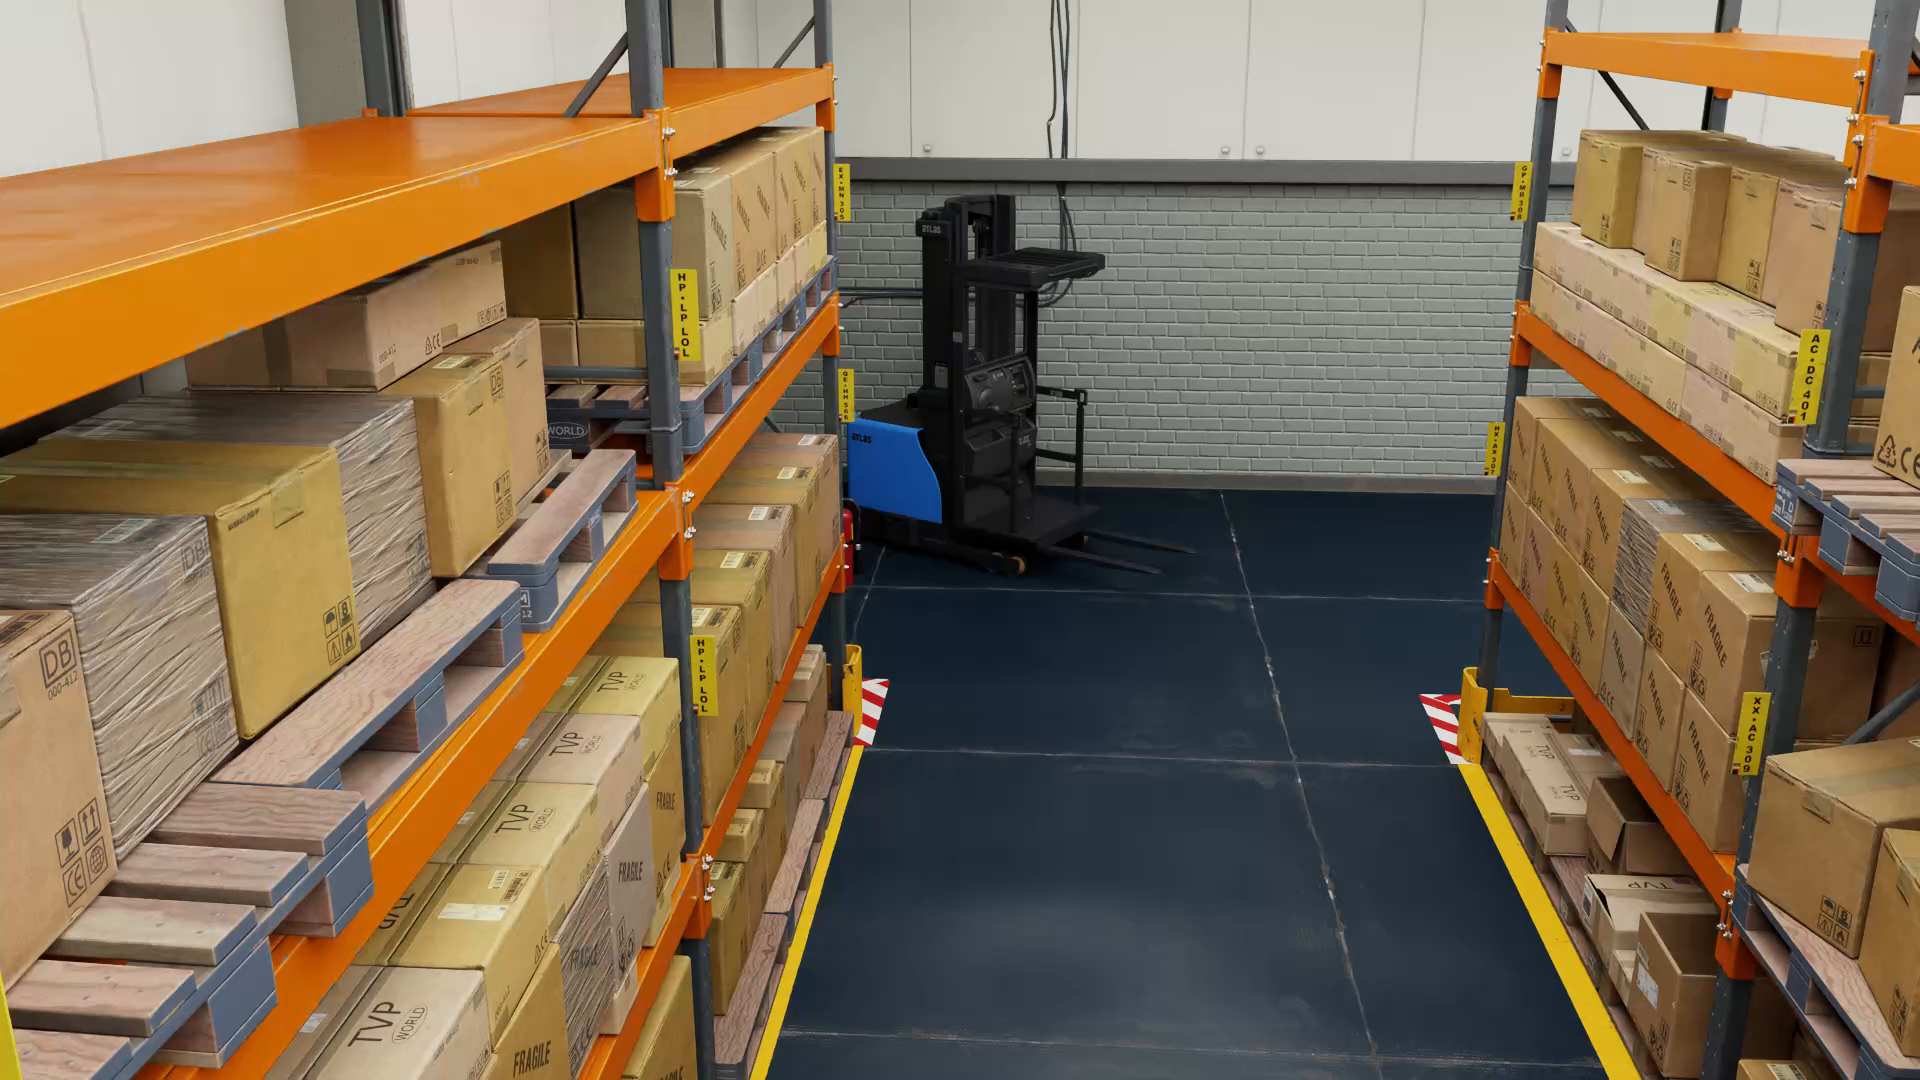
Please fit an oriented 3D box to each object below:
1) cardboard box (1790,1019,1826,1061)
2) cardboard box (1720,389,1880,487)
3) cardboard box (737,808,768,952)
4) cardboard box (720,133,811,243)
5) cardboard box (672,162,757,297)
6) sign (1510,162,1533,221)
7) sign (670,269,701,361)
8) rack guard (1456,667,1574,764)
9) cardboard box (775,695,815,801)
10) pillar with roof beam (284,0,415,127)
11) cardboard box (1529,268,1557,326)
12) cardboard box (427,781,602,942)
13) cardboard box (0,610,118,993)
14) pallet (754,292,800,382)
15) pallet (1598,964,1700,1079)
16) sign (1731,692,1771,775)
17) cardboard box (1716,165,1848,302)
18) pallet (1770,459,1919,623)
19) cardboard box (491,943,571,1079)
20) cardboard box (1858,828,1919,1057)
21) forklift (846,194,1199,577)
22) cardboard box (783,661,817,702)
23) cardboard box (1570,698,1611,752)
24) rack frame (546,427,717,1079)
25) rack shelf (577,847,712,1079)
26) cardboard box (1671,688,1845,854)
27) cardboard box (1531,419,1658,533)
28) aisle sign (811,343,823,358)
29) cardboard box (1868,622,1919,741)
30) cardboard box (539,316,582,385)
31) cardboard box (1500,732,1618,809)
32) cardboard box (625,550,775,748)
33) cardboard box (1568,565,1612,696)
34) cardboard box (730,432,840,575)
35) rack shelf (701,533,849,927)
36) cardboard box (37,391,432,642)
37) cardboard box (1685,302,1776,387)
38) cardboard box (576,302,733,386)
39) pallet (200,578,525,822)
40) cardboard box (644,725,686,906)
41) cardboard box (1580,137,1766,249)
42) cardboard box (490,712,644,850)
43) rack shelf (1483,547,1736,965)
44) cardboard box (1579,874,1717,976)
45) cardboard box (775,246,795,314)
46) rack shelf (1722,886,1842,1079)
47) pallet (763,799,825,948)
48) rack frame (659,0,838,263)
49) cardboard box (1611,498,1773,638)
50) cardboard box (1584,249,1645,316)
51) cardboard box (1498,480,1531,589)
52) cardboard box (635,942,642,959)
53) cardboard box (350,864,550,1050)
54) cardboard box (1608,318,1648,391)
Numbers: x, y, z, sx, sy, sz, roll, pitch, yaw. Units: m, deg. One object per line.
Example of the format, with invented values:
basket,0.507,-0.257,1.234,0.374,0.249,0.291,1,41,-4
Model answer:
cardboard box,3.672,2.072,6.895,0.500,0.311,0.500,1,18,4
cardboard box,3.196,-0.383,6.197,0.500,0.250,0.500,1,18,4
cardboard box,-1.320,1.621,7.998,0.700,0.500,0.500,1,18,3
cardboard box,-1.055,-1.792,8.460,0.500,0.500,0.500,2,18,6
cardboard box,-1.153,-1.314,6.999,0.500,0.500,0.500,1,18,3
sign,3.172,-1.967,9.387,0.100,0.325,0.005,1,18,4
sign,-0.973,-0.793,5.872,0.100,0.325,0.005,1,18,4
rack guard,3.708,1.098,10.271,1.175,0.500,0.348,1,18,4
cardboard box,-1.214,1.140,9.467,0.700,0.500,0.500,1,18,4
pillar with roof beam,1.966,-1.972,5.991,9.100,9.000,0.400,1,18,4
cardboard box,3.423,-1.314,9.040,0.500,0.250,0.500,1,18,4
cardboard box,-1.376,0.932,4.887,0.500,0.250,0.500,2,18,5
cardboard box,-1.825,0.430,2.608,0.700,0.500,0.500,0,18,0
pallet,-1.356,-0.996,7.971,1.003,0.211,1.213,1,18,4
pallet,3.477,2.240,7.247,1.003,0.211,1.213,1,18,4
sign,2.885,0.707,6.057,0.100,0.325,0.005,1,18,4
cardboard box,3.630,-1.279,6.926,0.700,0.500,0.500,1,18,4
pallet,3.310,-0.007,5.111,1.213,0.211,1.003,1,18,4
cardboard box,-1.398,1.439,4.543,0.500,0.500,0.500,2,18,5
cardboard box,3.183,1.238,4.991,0.700,0.500,0.500,4,19,13
forklift,0.506,-1.280,13.621,3.031,2.935,1.130,13,22,34
cardboard box,-1.024,0.800,9.463,0.380,0.149,0.250,2,18,5
cardboard box,3.920,1.039,9.742,0.500,0.500,0.500,1,18,4
rack frame,-1.515,1.019,6.496,1.000,3.000,0.127,1,18,4
rack shelf,-1.658,1.982,4.712,1.077,0.370,4.000,1,18,4
cardboard box,3.206,0.920,6.638,0.500,0.500,0.500,2,18,5
cardboard box,3.388,-0.342,8.884,0.500,0.500,0.500,1,18,4
aisle sign,-0.924,-1.474,9.930,0.394,0.787,0.004,1,18,4
cardboard box,3.741,0.466,6.418,0.500,0.500,0.500,2,18,5
cardboard box,-1.700,-0.800,6.636,0.500,0.250,0.500,1,18,4
cardboard box,3.355,1.301,9.343,0.500,0.250,0.500,1,18,4
cardboard box,-1.402,0.482,7.654,0.980,0.700,0.700,1,18,3
cardboard box,3.310,0.442,8.097,0.500,0.500,0.500,2,18,5
cardboard box,-1.255,-0.207,9.757,0.980,0.700,0.700,2,18,6
rack shelf,-1.371,0.740,8.504,1.077,0.370,4.000,1,18,4
cardboard box,-1.763,-0.064,4.116,0.700,0.500,0.500,1,18,4
cardboard box,3.230,-0.776,6.594,0.500,0.250,0.500,1,18,4
cardboard box,-1.202,-0.791,6.608,0.500,0.250,0.500,1,18,4
pallet,-1.731,0.377,3.941,1.003,0.211,1.213,2,18,6
cardboard box,-1.297,0.970,5.976,0.500,0.500,0.500,1,18,3
cardboard box,3.572,-1.749,8.359,0.700,0.500,0.500,1,18,4
cardboard box,-1.339,0.774,5.370,0.500,0.250,0.500,2,18,5
rack shelf,3.570,0.849,8.170,1.077,0.370,4.000,1,18,4
cardboard box,3.238,1.781,7.782,0.500,0.311,0.500,1,18,4
cardboard box,-1.084,-1.268,8.063,0.500,0.250,0.500,1,18,2
rack shelf,3.283,2.091,4.378,1.077,0.370,4.000,1,18,4
pallet,-1.297,1.730,8.805,1.003,0.211,1.213,1,18,4
rack frame,-1.228,-3.074,9.353,1.000,3.000,0.127,1,18,4
cardboard box,3.275,0.127,7.451,0.500,0.500,0.500,1,18,4
cardboard box,3.344,-1.241,8.015,0.500,0.250,0.500,1,18,4
cardboard box,3.418,-0.030,9.535,0.500,0.500,0.500,2,18,5
cardboard box,-1.315,1.398,5.709,0.380,0.149,0.250,2,18,6
cardboard box,-1.412,1.090,4.404,0.500,0.250,0.500,1,18,3
cardboard box,3.310,-0.848,7.619,0.500,0.250,0.500,1,18,4
